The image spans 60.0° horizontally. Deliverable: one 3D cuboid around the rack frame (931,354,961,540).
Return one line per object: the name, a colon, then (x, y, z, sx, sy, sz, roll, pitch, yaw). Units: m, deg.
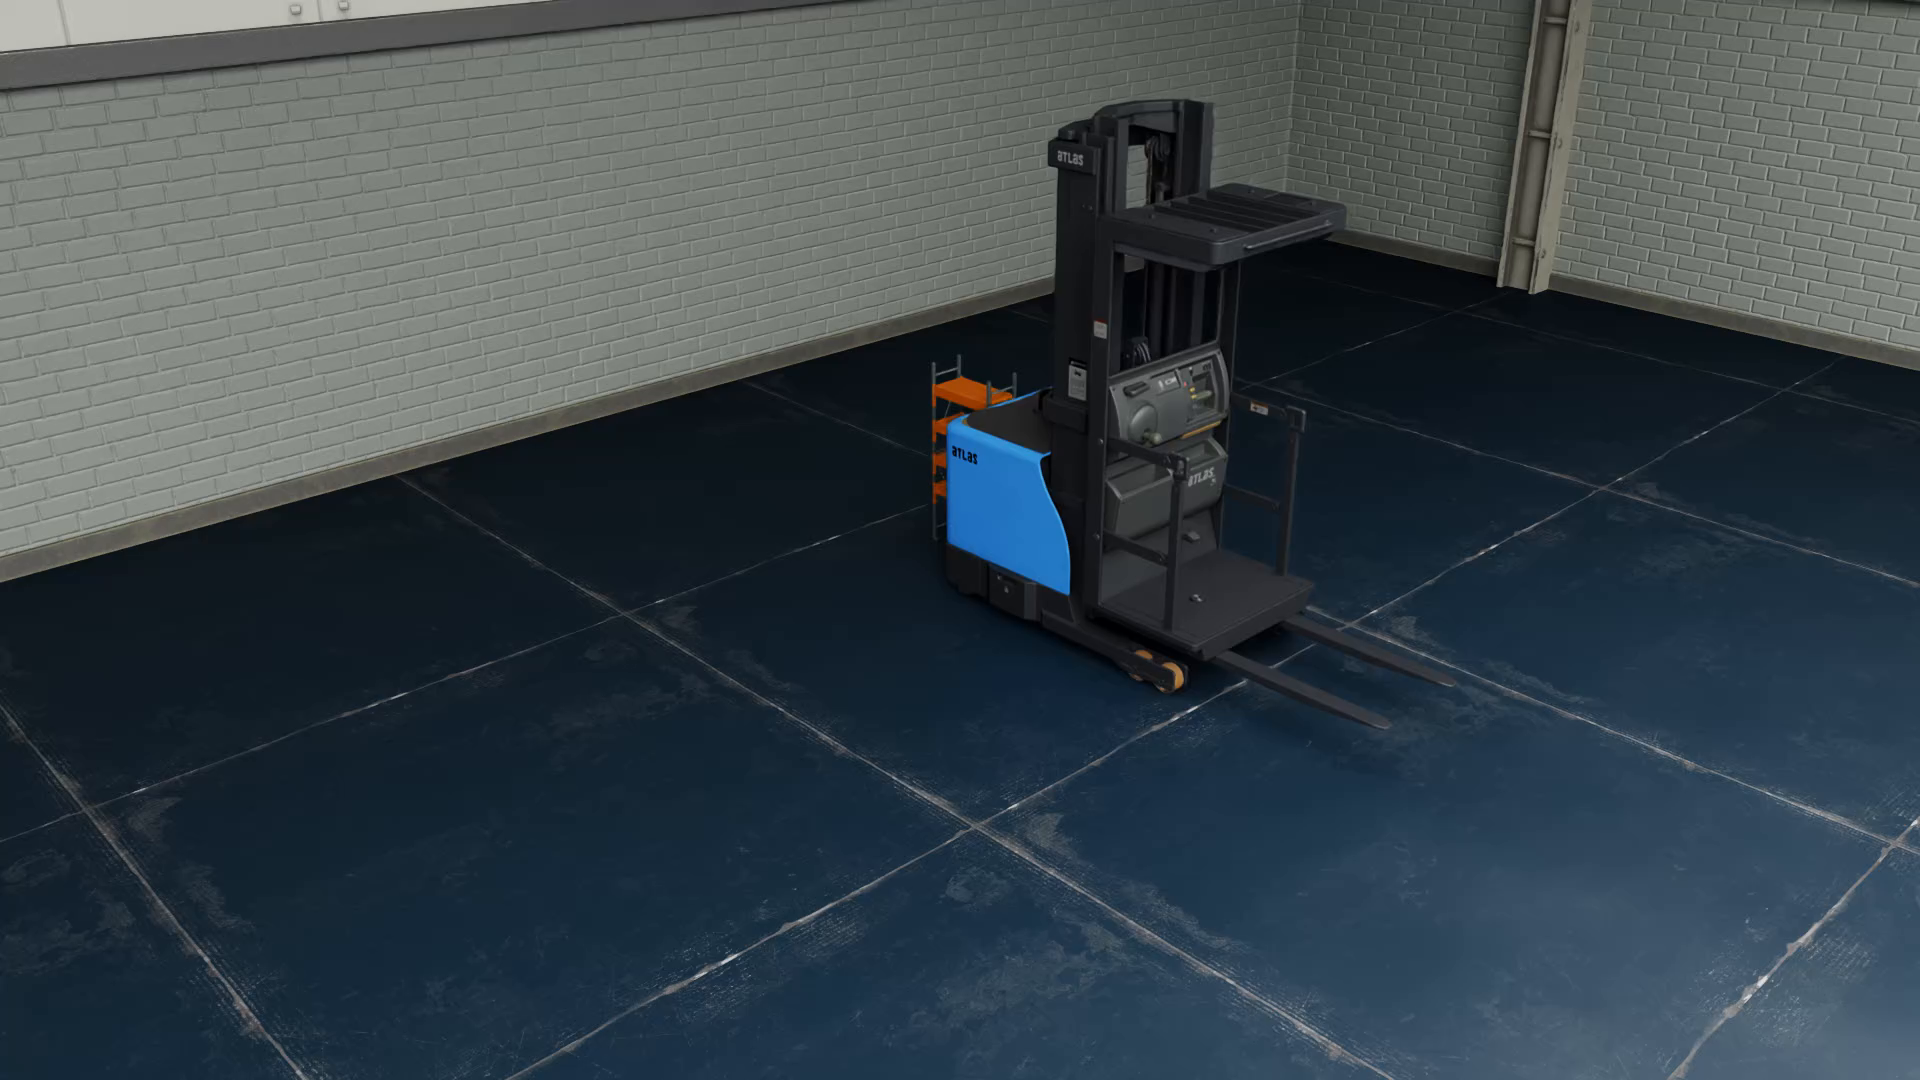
rack frame: (-0.085, -0.580, 10.576, 0.240, 1.200, 0.015, -22, 32, -39)

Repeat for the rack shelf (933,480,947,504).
rack shelf: (0.084, -0.265, 10.526, 0.258, 0.148, 0.480, -22, 32, -39)

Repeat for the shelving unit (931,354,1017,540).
shelving unit: (0.084, -0.507, 10.416, 0.258, 1.200, 0.503, -22, 32, -39)

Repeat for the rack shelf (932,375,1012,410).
rack shelf: (0.084, -0.865, 10.253, 0.258, 0.148, 0.480, -22, 32, -39)

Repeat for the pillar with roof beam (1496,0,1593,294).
pillar with roof beam: (2.313, -5.325, 11.580, 9.100, 9.000, 0.400, -21, 32, -38)

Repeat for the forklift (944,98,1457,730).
forklift: (1.286, -0.750, 8.862, 1.130, 2.935, 3.031, -22, 32, -39)

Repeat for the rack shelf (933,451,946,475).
rack shelf: (0.084, -0.446, 10.444, 0.258, 0.148, 0.480, -22, 32, -39)

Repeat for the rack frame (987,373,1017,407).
rack frame: (0.253, -0.434, 10.256, 0.240, 1.200, 0.015, -22, 32, -39)

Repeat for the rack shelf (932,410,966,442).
rack shelf: (0.084, -0.649, 10.351, 0.258, 0.148, 0.480, -22, 32, -39)
